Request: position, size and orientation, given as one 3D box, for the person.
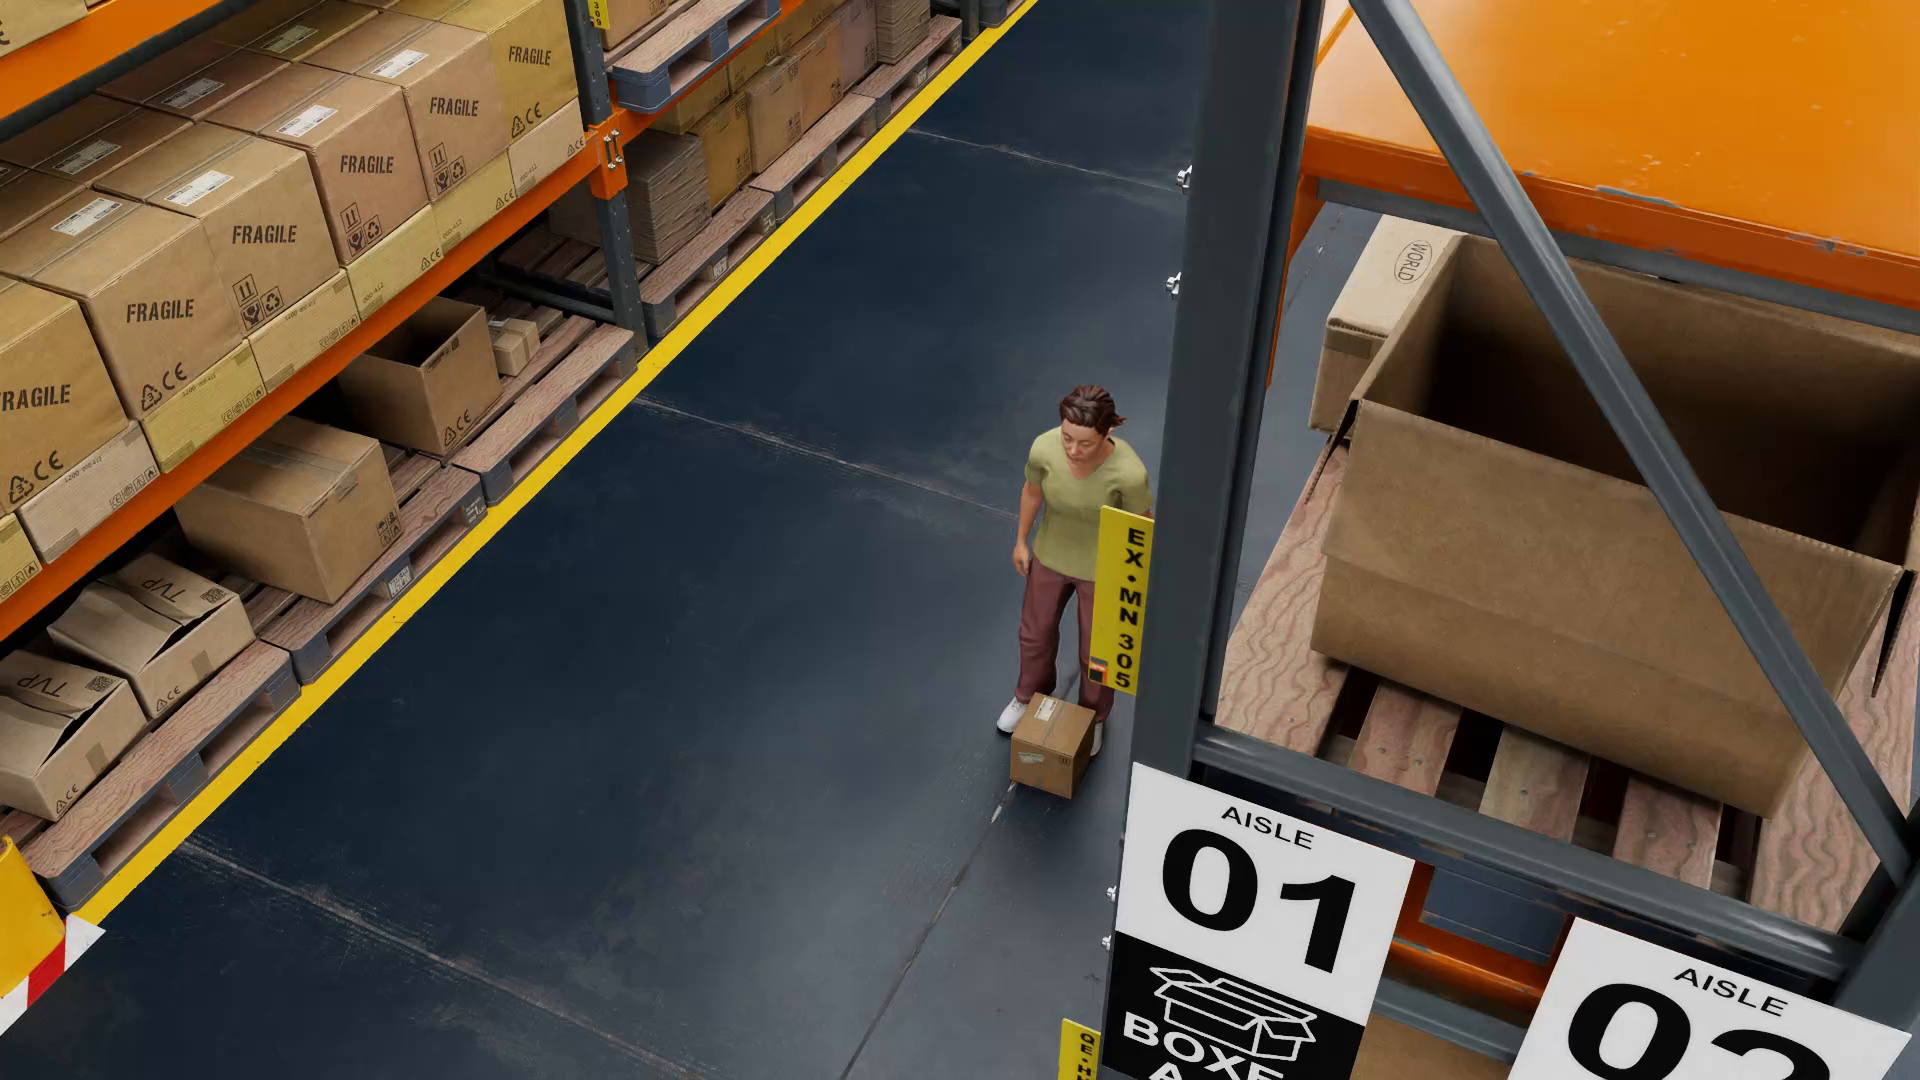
[{"bbox_3d":[0.427,0.101,6.053,0.499,1.668,0.360,17,45,18],"label":"person"}]
